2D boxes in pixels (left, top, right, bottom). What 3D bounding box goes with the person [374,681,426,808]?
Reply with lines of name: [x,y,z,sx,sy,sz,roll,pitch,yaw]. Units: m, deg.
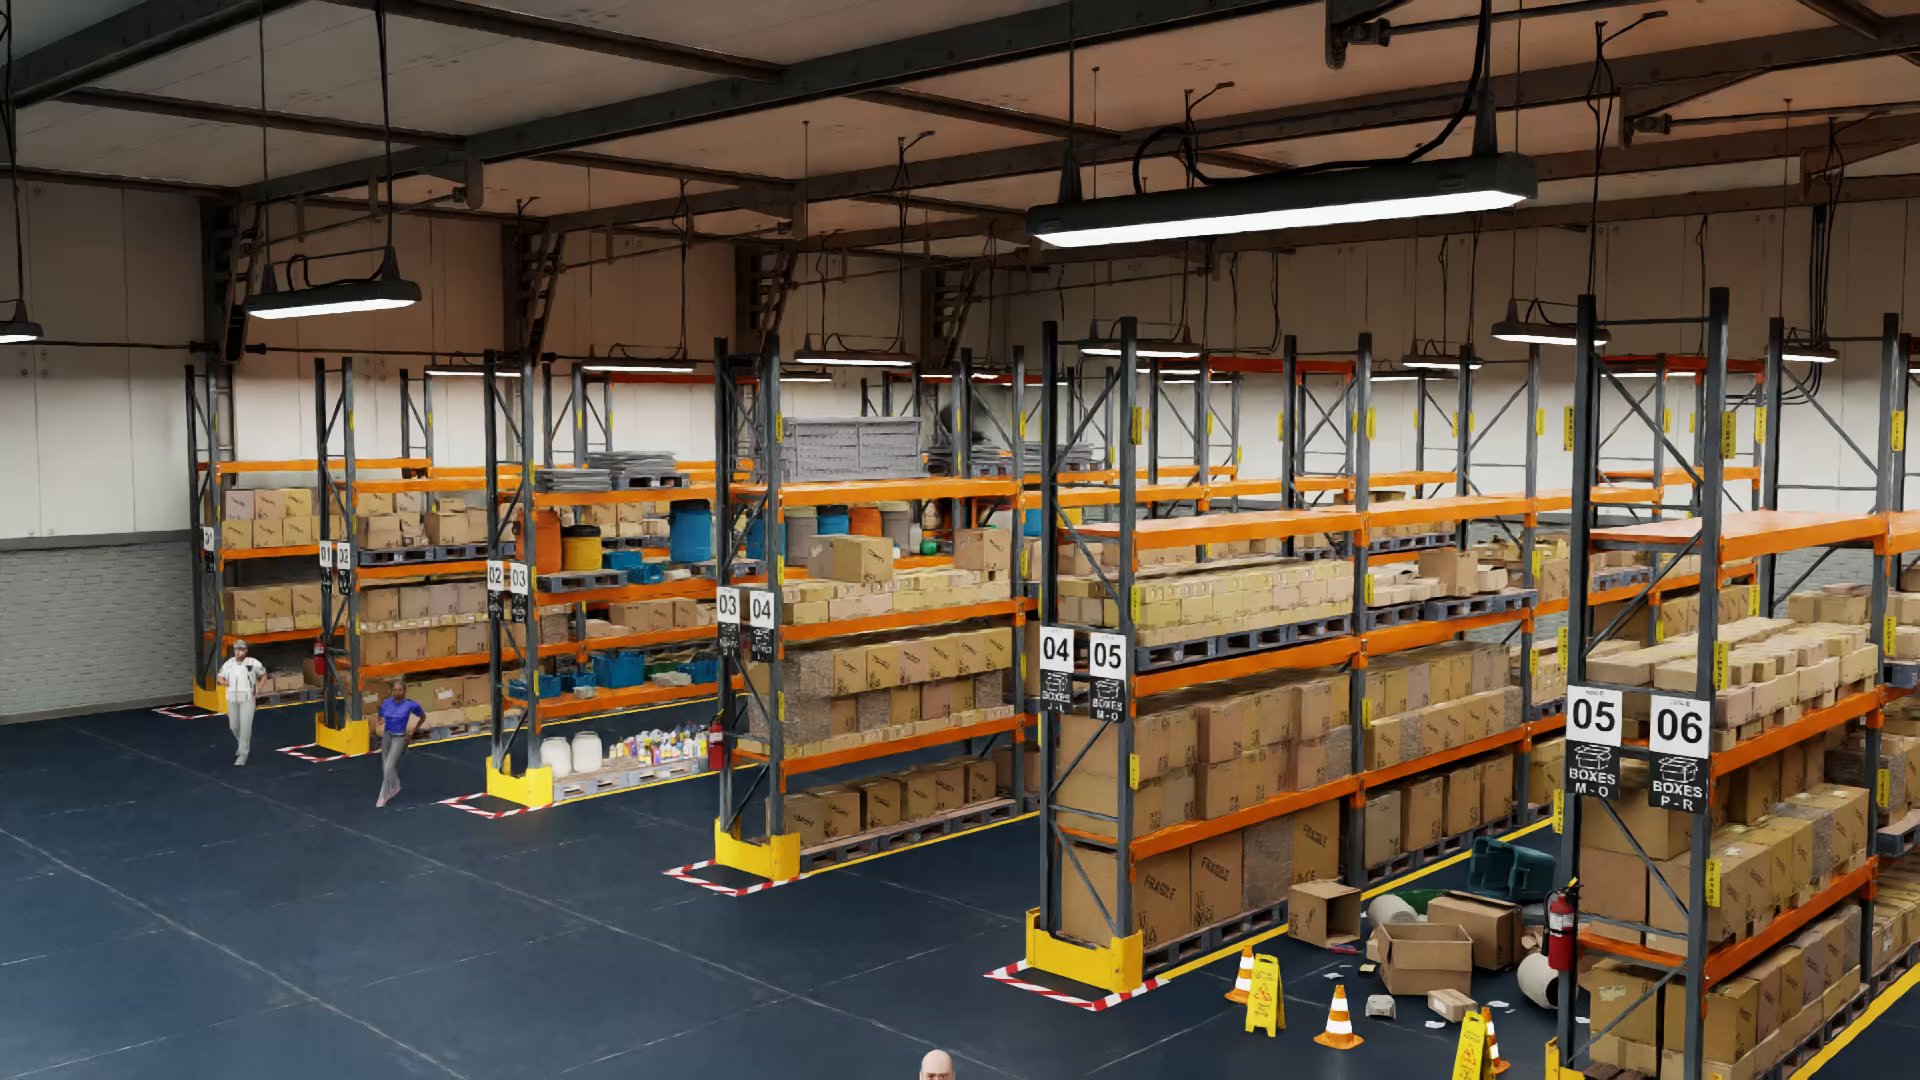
person: [-7.420,2.684,21.954,0.610,1.676,0.704,1,5,13]

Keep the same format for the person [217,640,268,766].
person: [-10.674,2.378,24.637,0.667,1.812,0.833,0,4,-2]

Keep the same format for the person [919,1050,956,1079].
person: [-0.138,3.609,8.809,0.673,1.800,0.752,-1,4,-7]
